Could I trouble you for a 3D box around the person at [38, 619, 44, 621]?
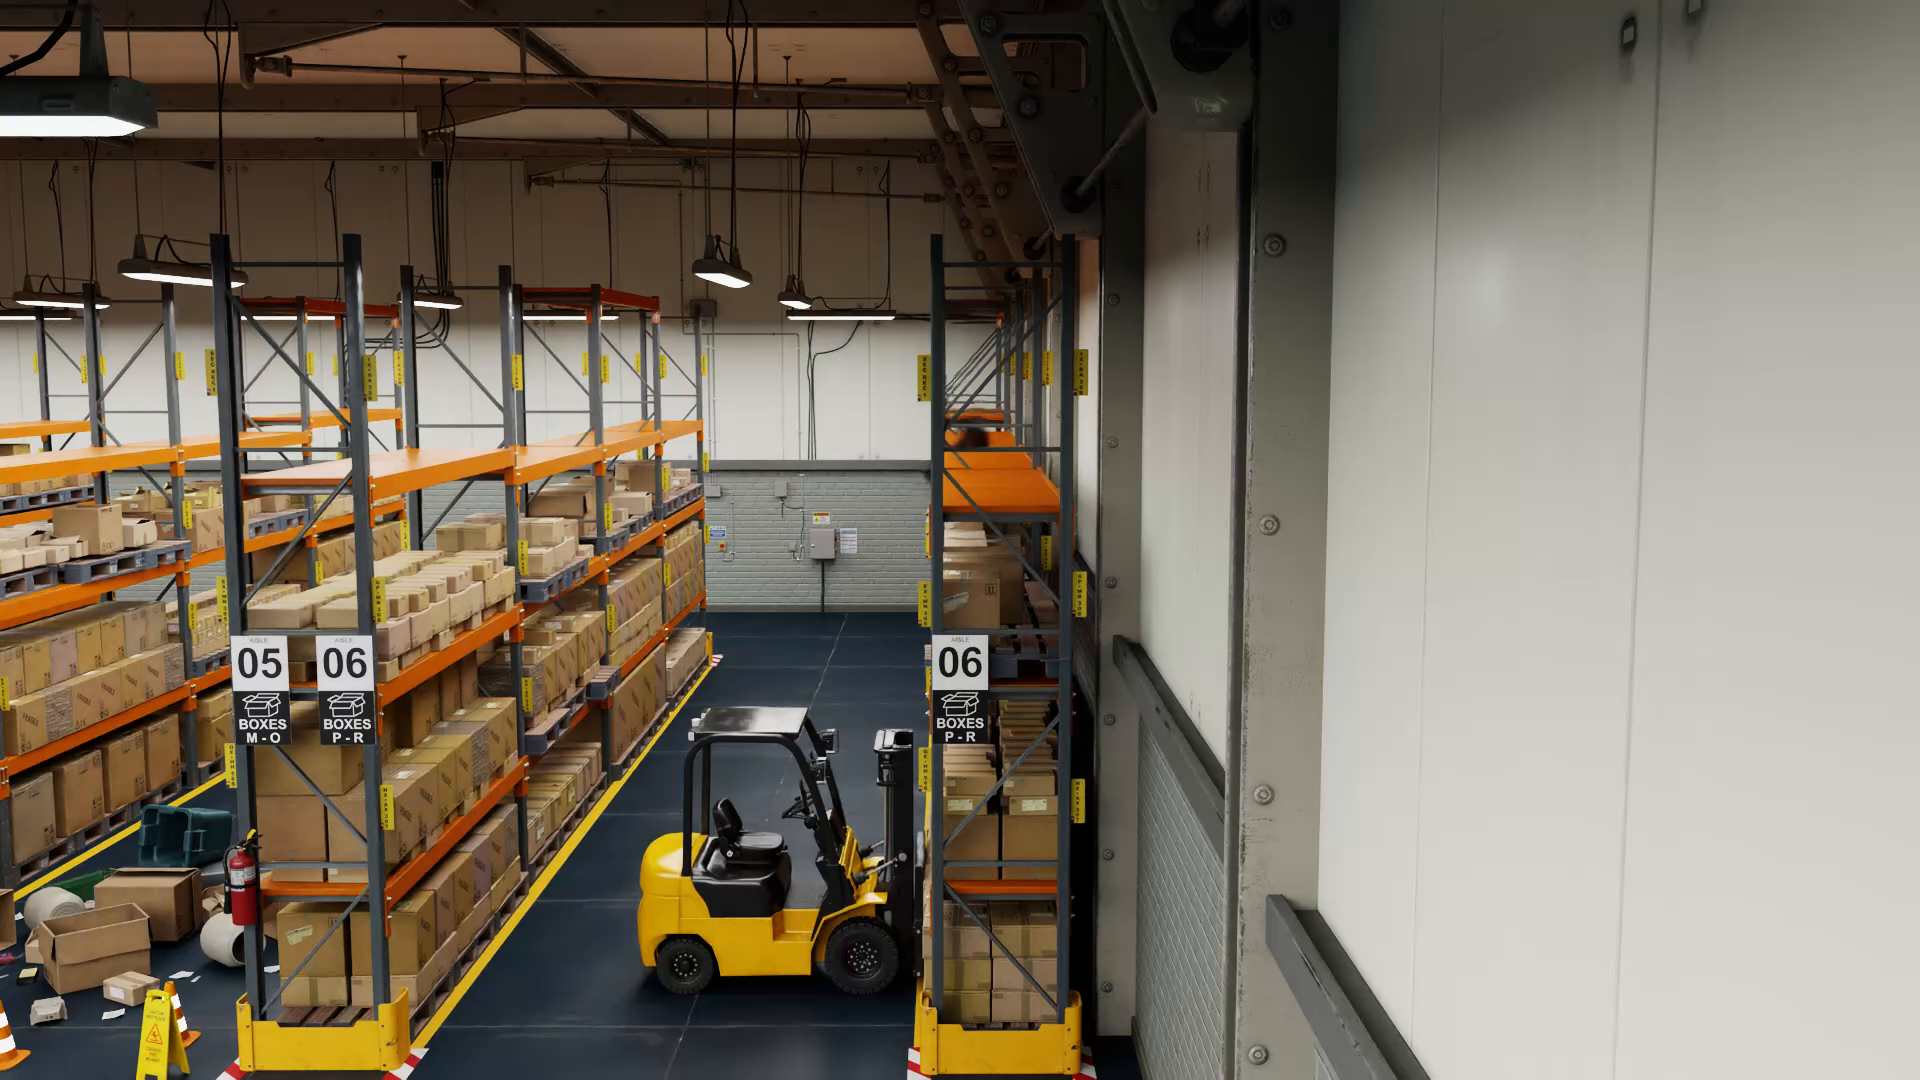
[{"bbox_3d":[-12.033,1.889,22.088,0.592,1.730,0.840,-1,6,-8],"label":"person"}]
